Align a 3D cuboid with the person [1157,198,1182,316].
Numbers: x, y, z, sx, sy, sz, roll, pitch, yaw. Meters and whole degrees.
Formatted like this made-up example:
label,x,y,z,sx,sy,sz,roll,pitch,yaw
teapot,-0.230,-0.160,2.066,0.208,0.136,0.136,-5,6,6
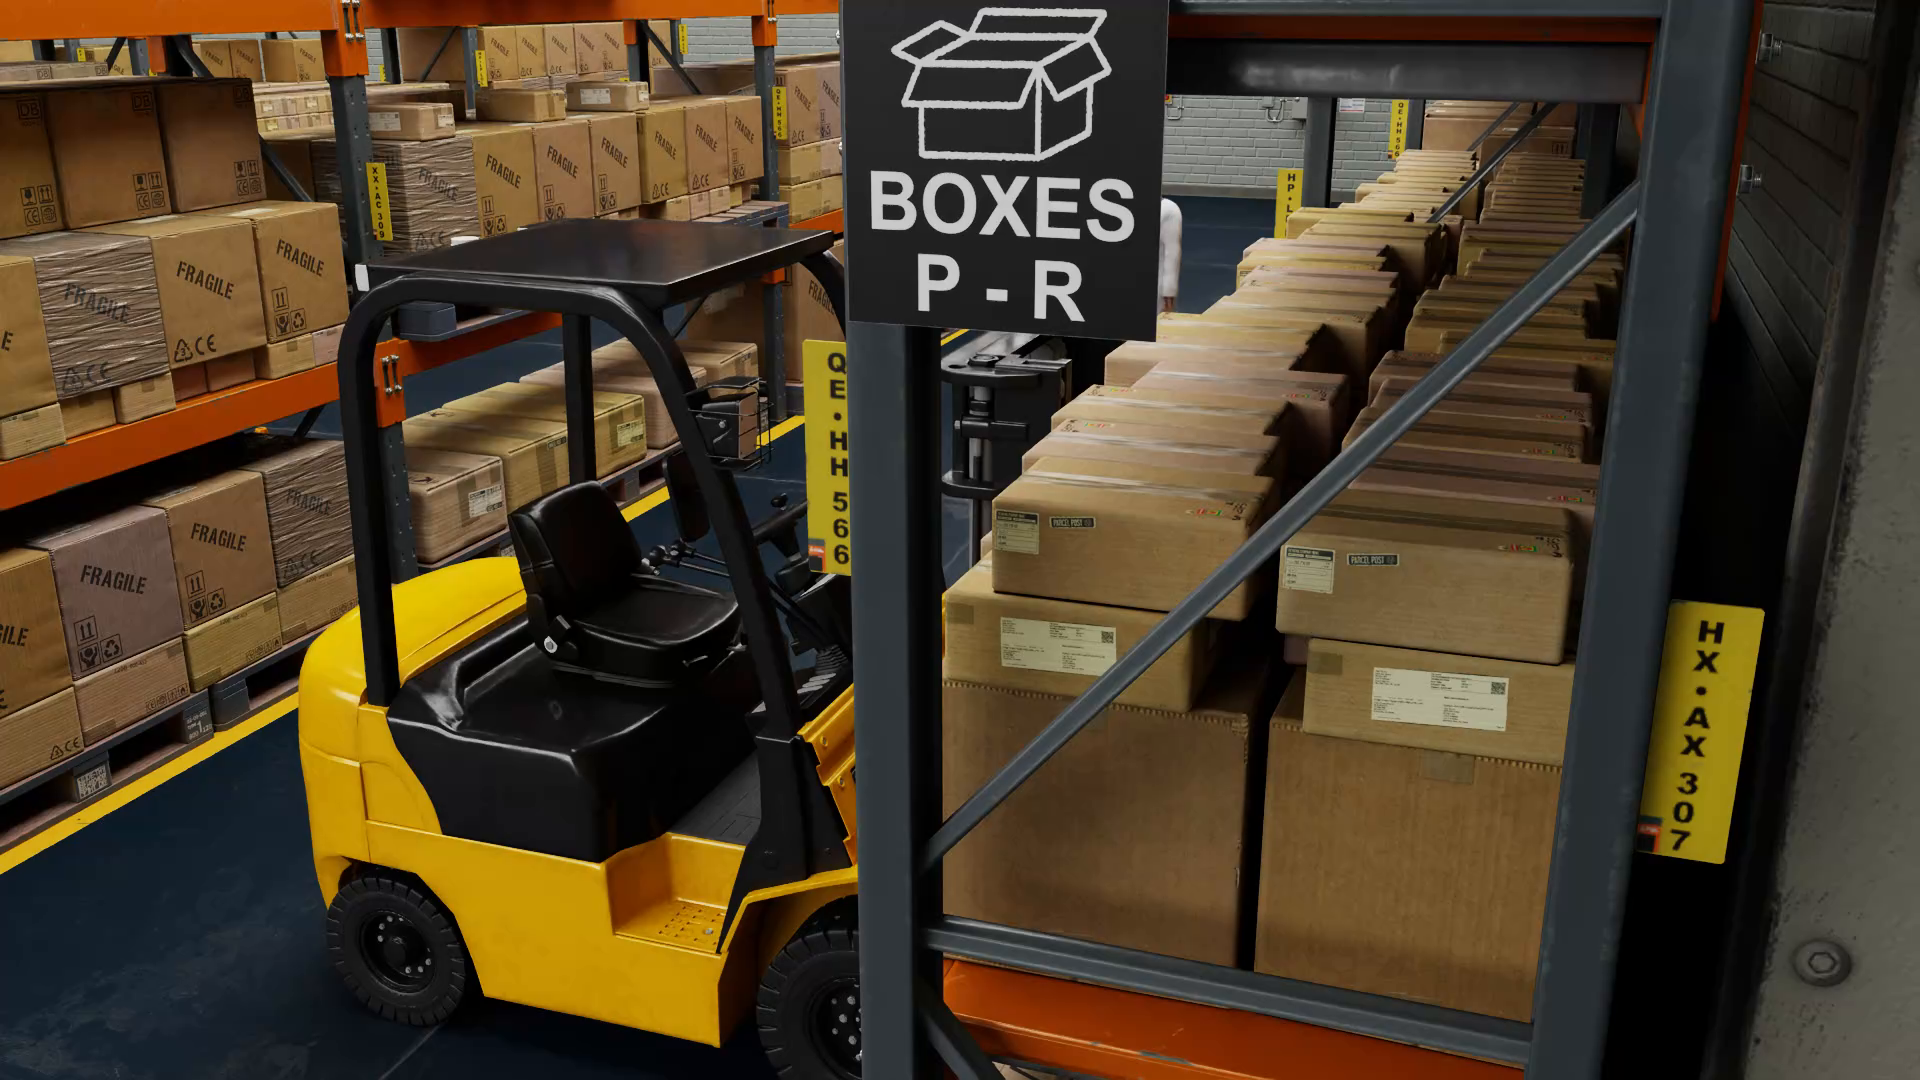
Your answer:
label,x,y,z,sx,sy,sz,roll,pitch,yaw
person,1.184,-1.665,11.058,0.568,1.753,0.832,3,19,10
